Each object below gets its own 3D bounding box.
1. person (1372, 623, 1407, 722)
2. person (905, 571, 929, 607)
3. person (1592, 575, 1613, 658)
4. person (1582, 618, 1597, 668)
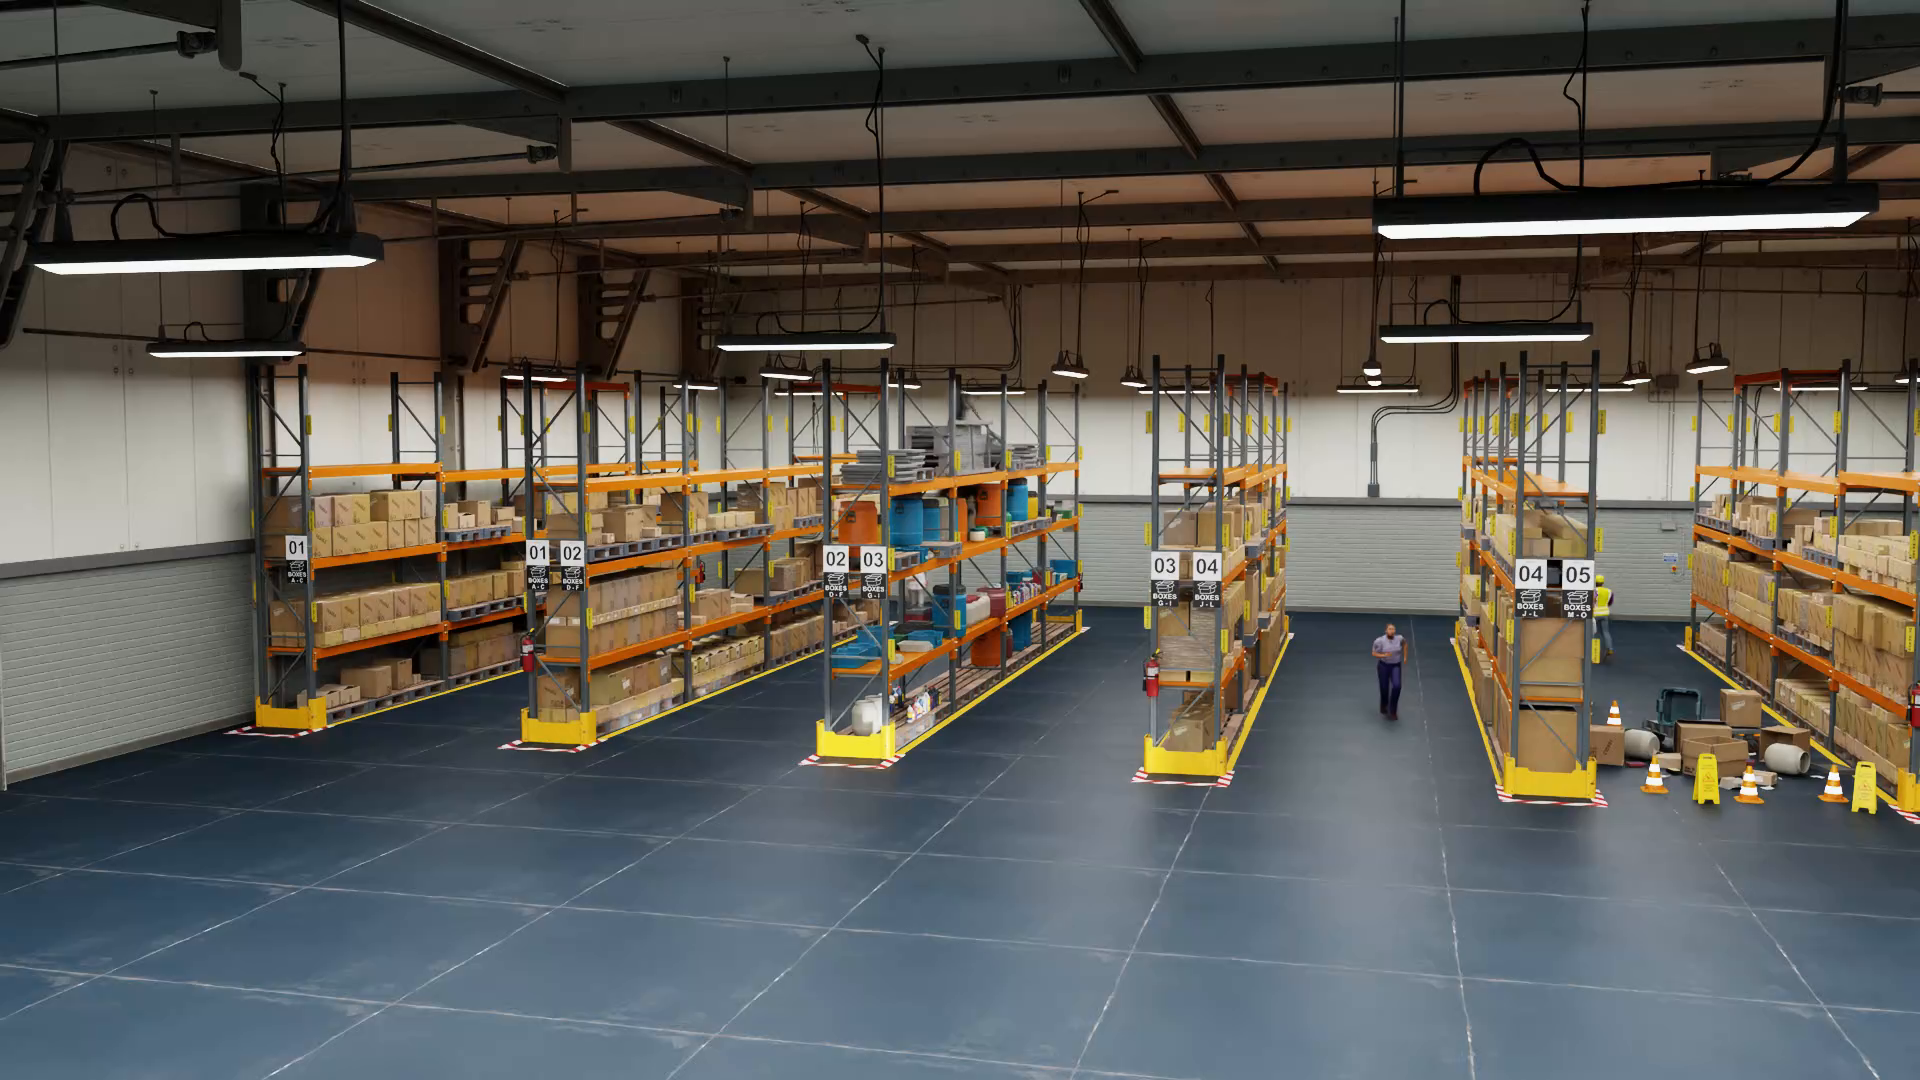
[{"bbox_3d":[7.325,2.283,28.390,0.627,1.599,0.830,0,4,4],"label":"person"},{"bbox_3d":[-1.088,1.232,41.512,0.670,1.797,0.927,0,4,-6],"label":"person"},{"bbox_3d":[13.658,1.653,35.501,0.681,1.803,0.897,0,4,-7],"label":"person"},{"bbox_3d":[11.671,1.980,31.221,0.597,1.702,0.919,1,4,9],"label":"person"}]
